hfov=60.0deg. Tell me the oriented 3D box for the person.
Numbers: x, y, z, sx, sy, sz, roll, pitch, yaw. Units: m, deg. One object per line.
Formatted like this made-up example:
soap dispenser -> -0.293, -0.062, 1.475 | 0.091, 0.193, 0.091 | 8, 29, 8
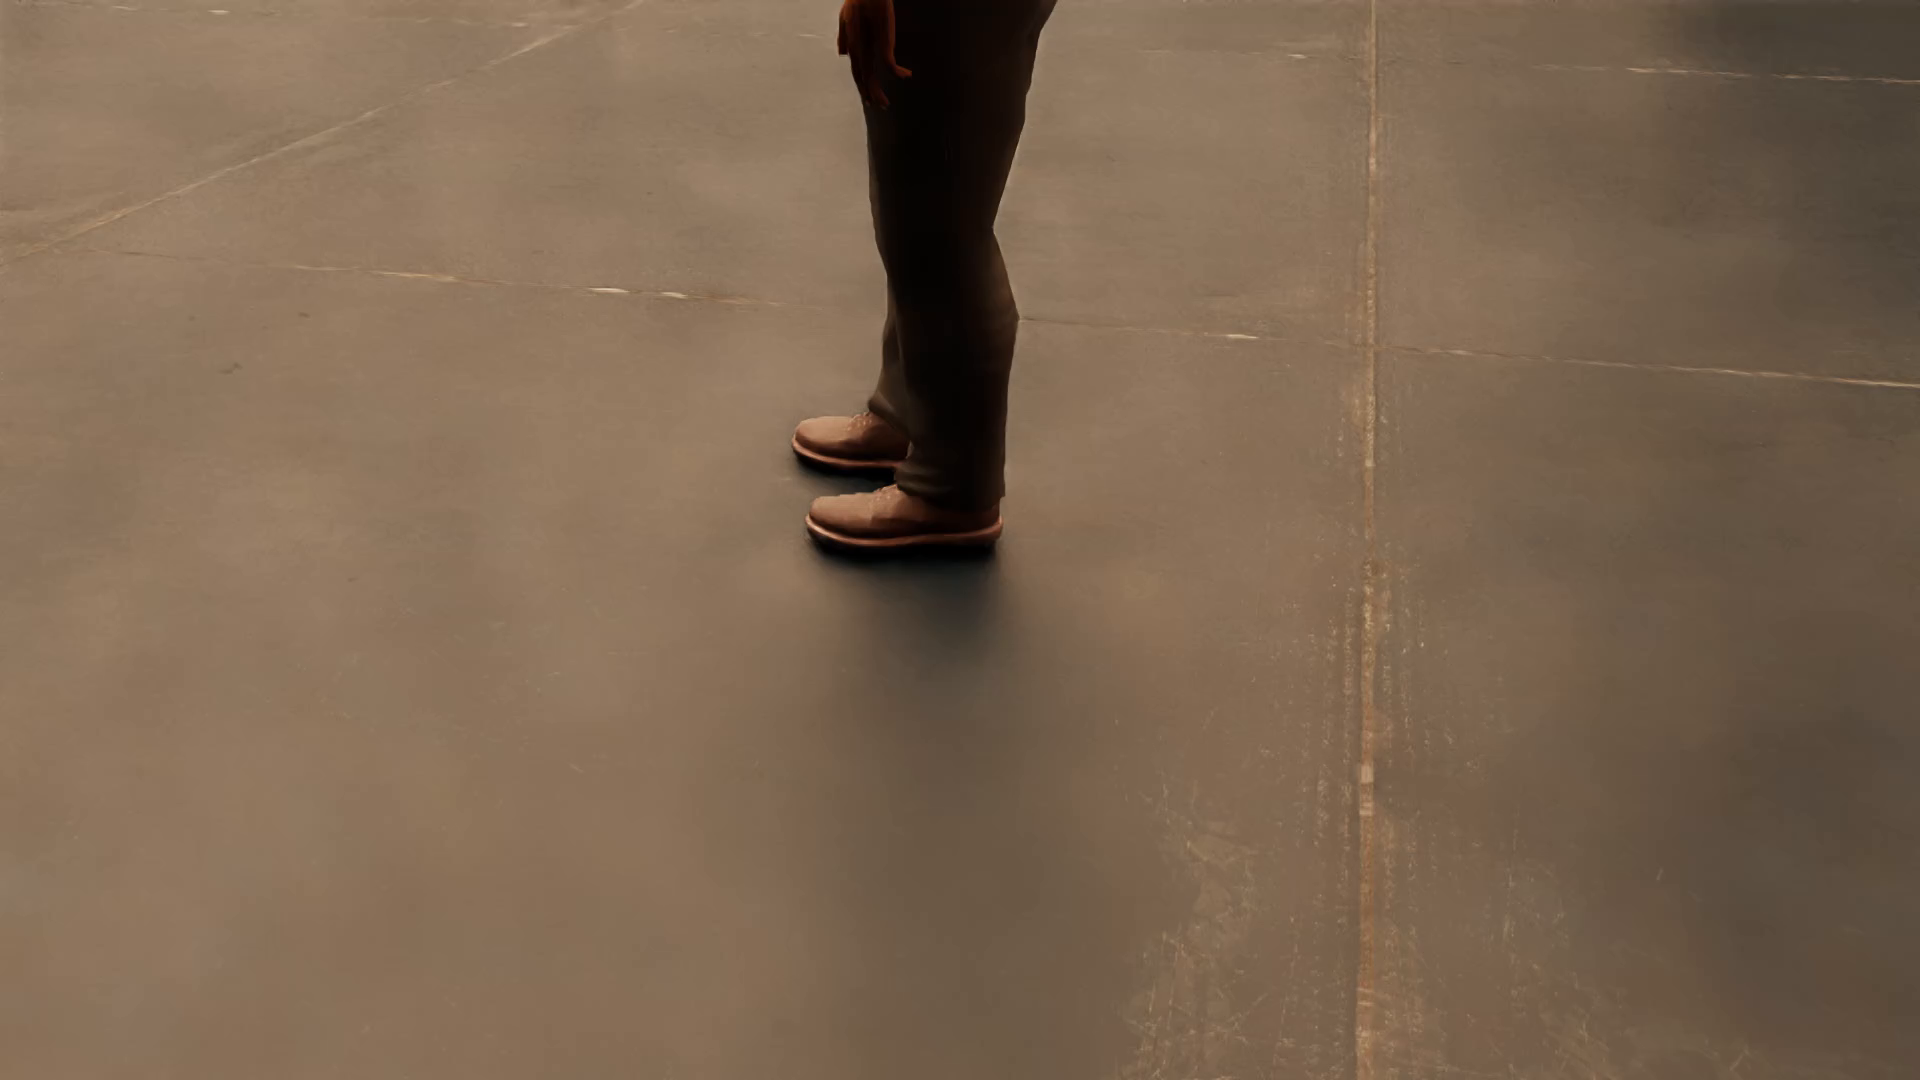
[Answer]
person -> -0.081, -0.762, 2.158 | 0.503, 1.654, 0.570 | 6, 27, 11
